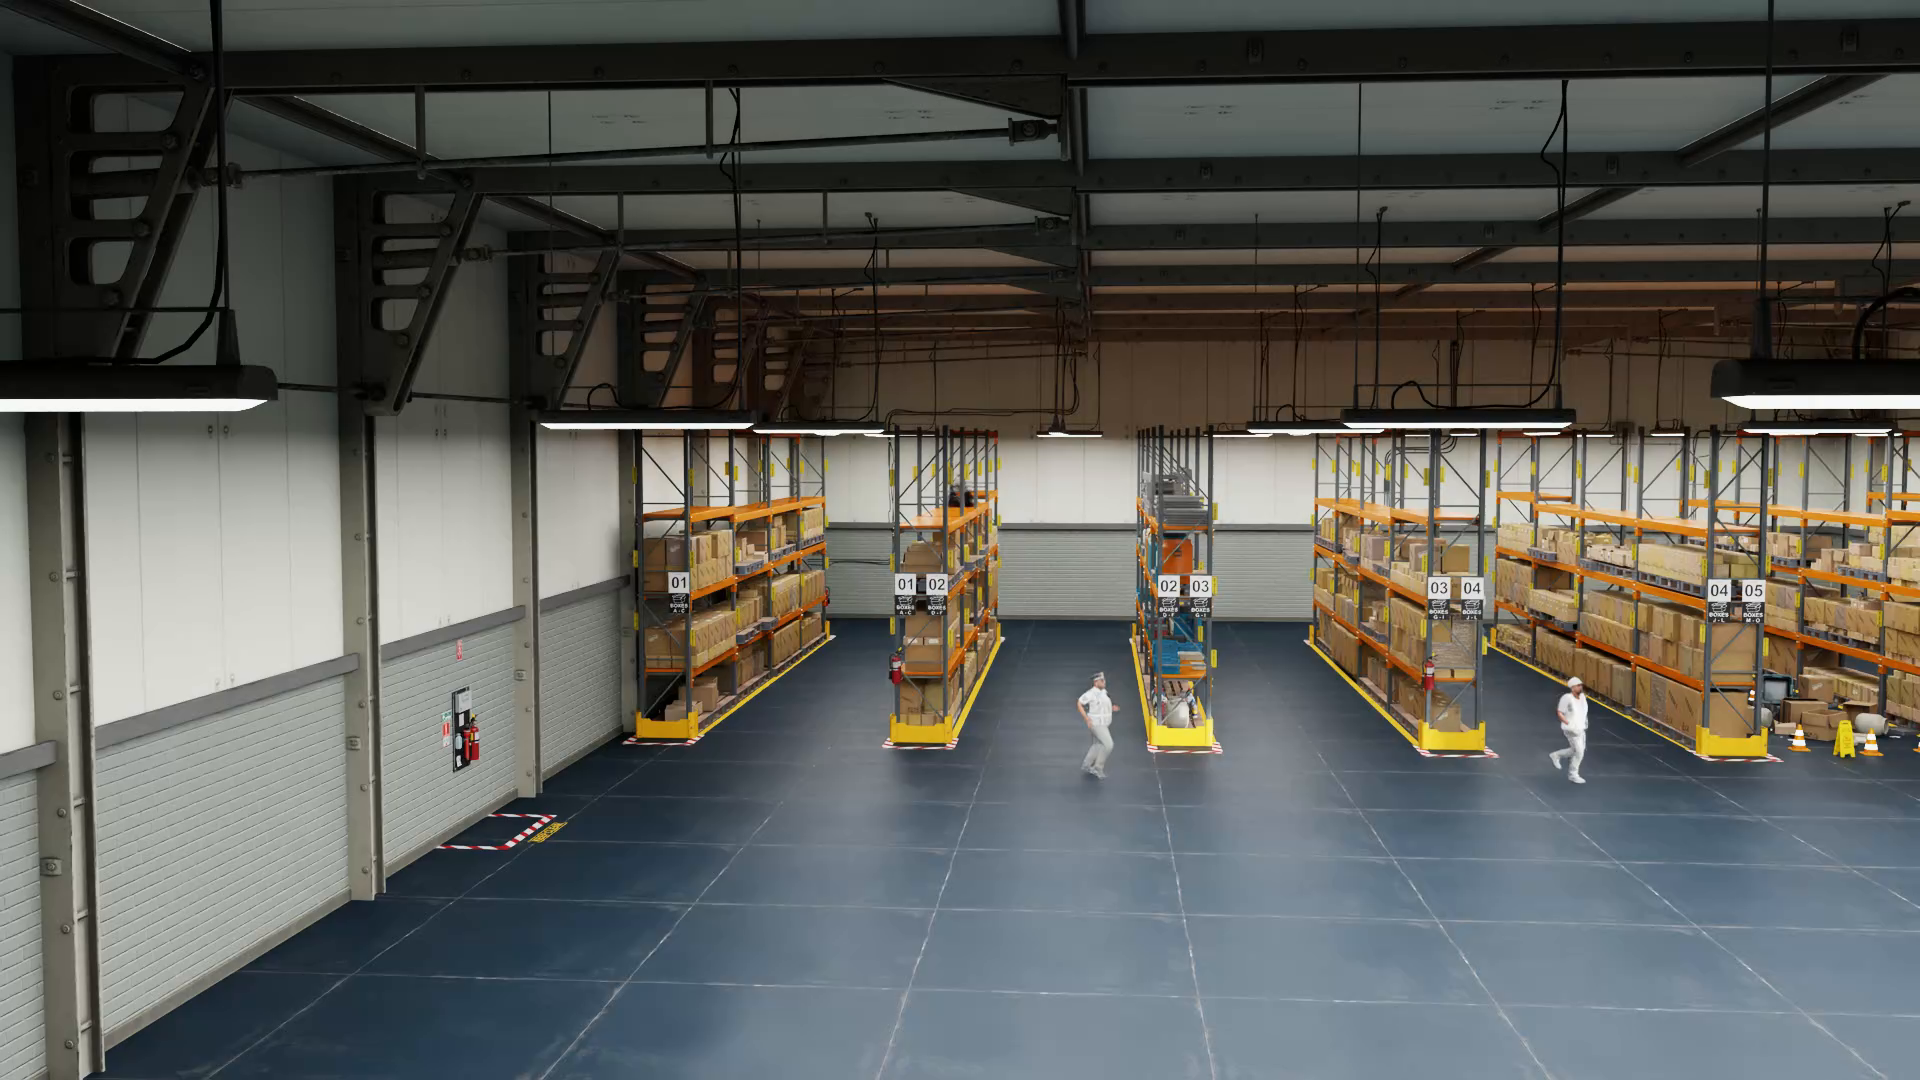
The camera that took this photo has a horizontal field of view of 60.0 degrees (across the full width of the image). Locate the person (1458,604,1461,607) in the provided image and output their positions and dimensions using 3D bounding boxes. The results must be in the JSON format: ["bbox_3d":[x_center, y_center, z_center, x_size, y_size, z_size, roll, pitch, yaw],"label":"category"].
[{"bbox_3d":[14.241,2.054,46.907,0.552,1.690,0.747,-1,4,-23],"label":"person"}]

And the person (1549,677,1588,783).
[{"bbox_3d":[10.240,3.171,27.991,0.676,1.761,0.698,-3,4,-38],"label":"person"}]

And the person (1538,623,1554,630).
[{"bbox_3d":[16.763,2.101,47.310,0.690,1.609,0.546,1,3,9],"label":"person"}]

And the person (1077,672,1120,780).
[{"bbox_3d":[2.380,3.151,28.217,0.732,1.828,0.635,2,4,29],"label":"person"}]
